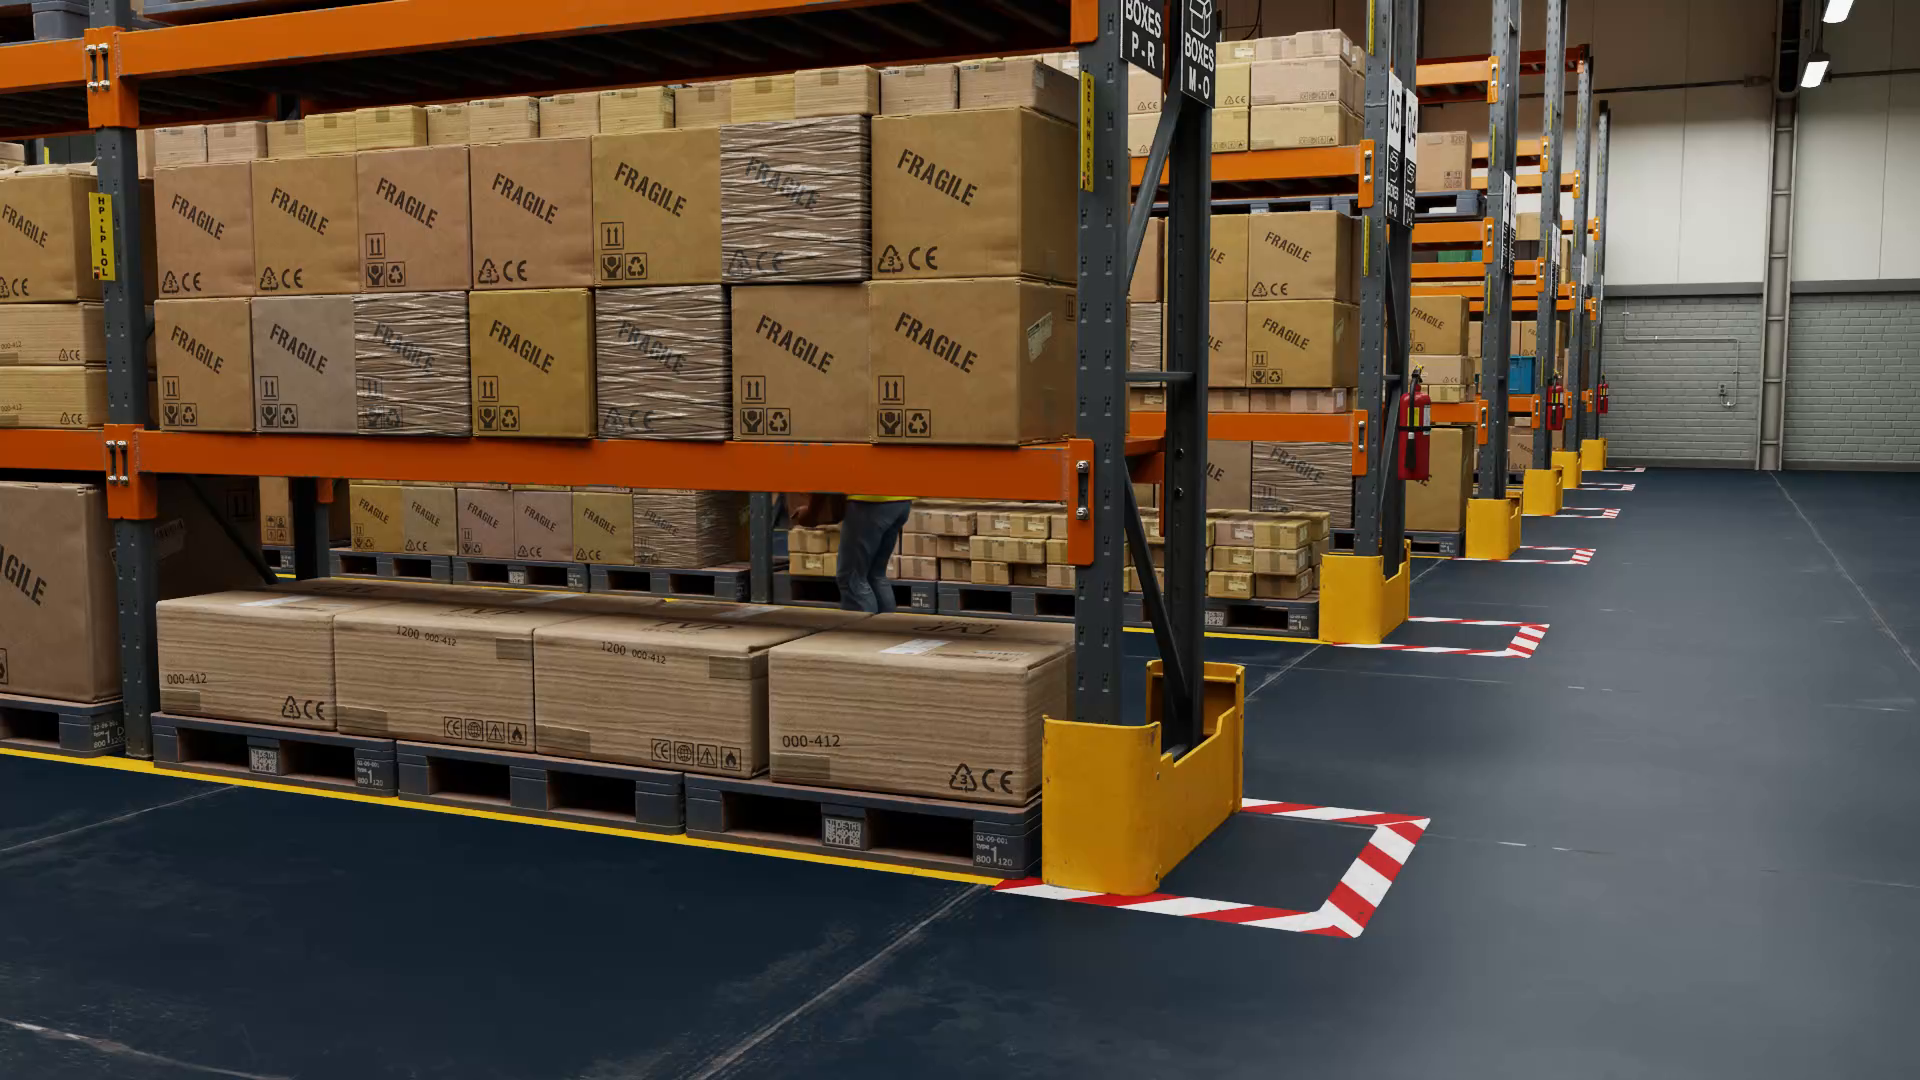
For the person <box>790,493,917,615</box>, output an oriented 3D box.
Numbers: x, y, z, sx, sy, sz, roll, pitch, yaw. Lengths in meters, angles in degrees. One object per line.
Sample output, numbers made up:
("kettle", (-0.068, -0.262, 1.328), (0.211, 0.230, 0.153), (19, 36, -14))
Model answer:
("person", (-0.543, -0.179, 8.517), (0.616, 1.717, 0.498), (2, 6, 23))
